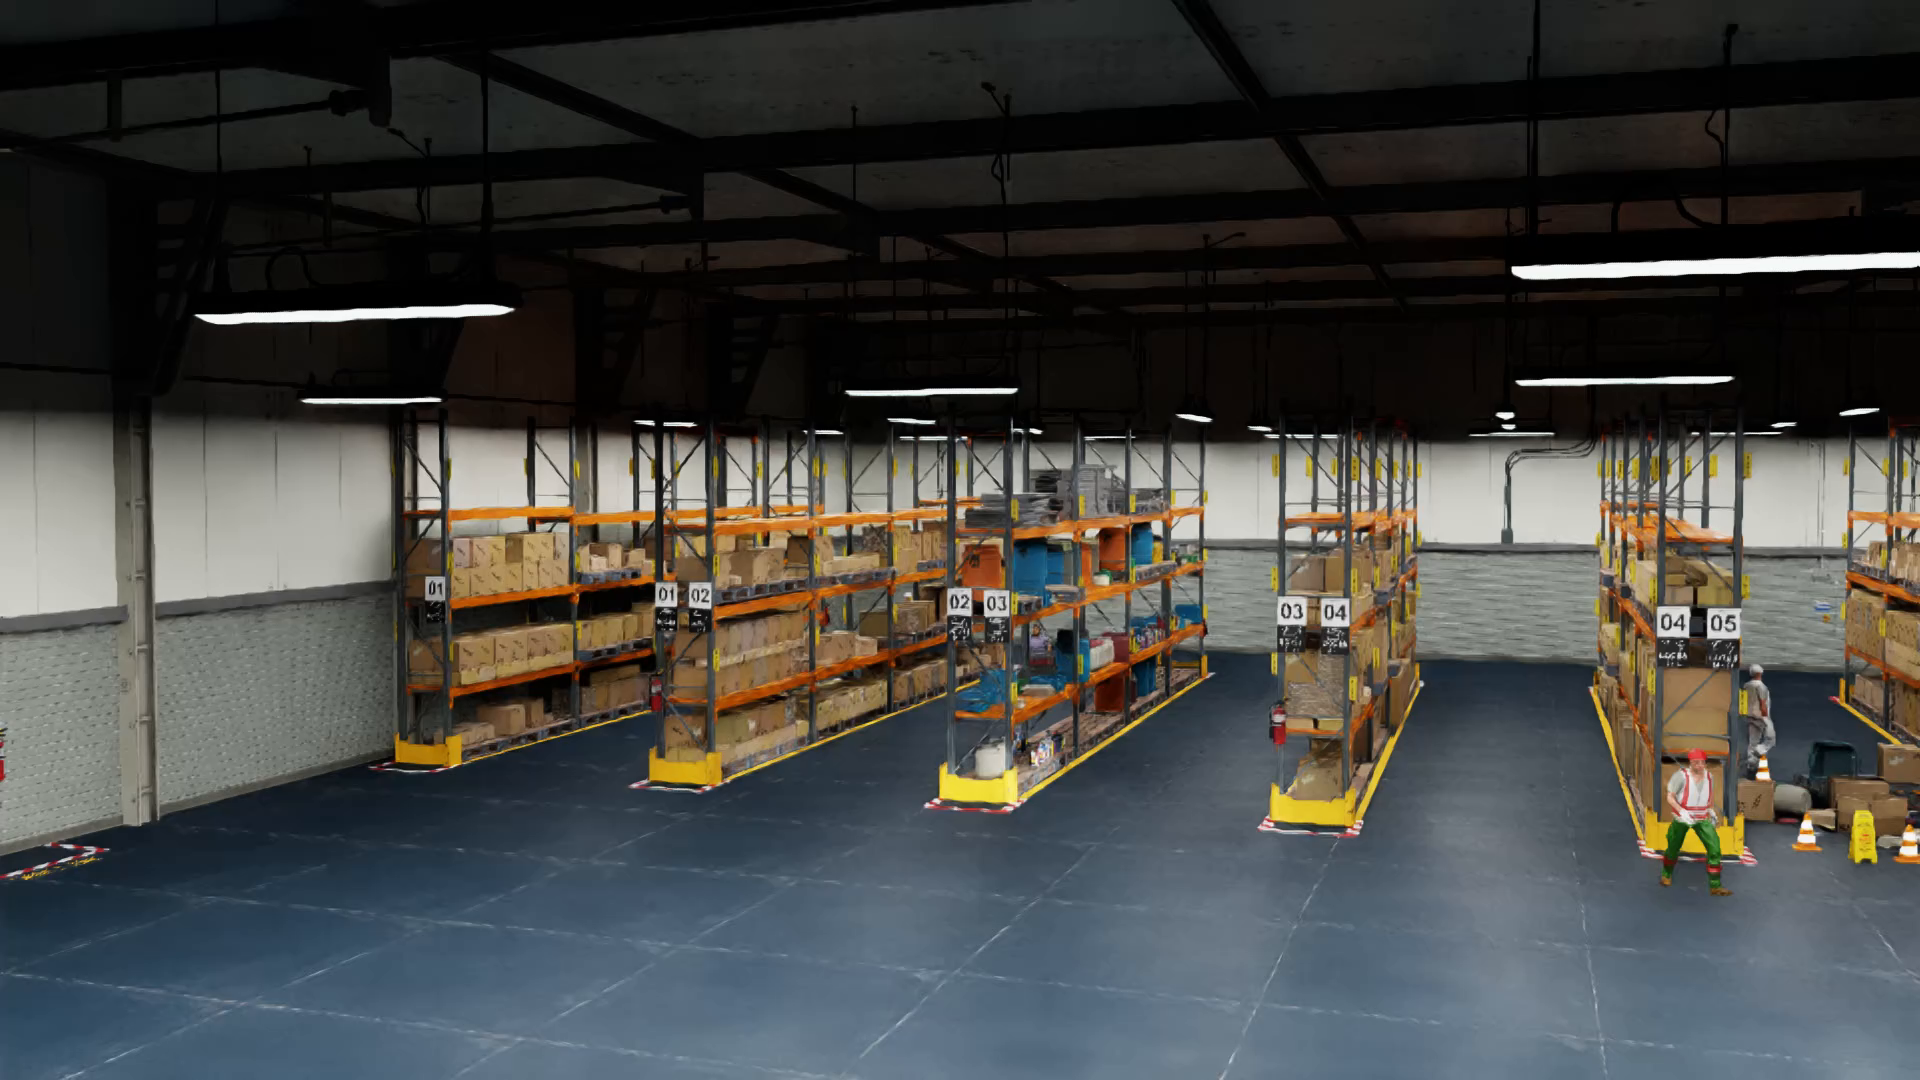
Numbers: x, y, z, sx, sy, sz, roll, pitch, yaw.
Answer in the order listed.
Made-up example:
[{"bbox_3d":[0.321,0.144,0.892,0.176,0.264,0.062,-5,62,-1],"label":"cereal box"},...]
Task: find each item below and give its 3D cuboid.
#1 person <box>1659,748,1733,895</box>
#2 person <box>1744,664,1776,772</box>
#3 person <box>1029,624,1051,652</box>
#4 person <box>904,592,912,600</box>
[{"bbox_3d":[8.652,3.288,19.652,0.675,1.720,0.841,0,2,2],"label":"person"},{"bbox_3d":[13.098,2.934,27.327,0.444,1.786,0.593,0,2,-6],"label":"person"},{"bbox_3d":[1.718,2.636,36.774,0.625,1.596,0.517,1,3,16],"label":"person"},{"bbox_3d":[-1.381,2.233,44.704,0.577,1.687,1.121,1,3,20],"label":"person"}]
